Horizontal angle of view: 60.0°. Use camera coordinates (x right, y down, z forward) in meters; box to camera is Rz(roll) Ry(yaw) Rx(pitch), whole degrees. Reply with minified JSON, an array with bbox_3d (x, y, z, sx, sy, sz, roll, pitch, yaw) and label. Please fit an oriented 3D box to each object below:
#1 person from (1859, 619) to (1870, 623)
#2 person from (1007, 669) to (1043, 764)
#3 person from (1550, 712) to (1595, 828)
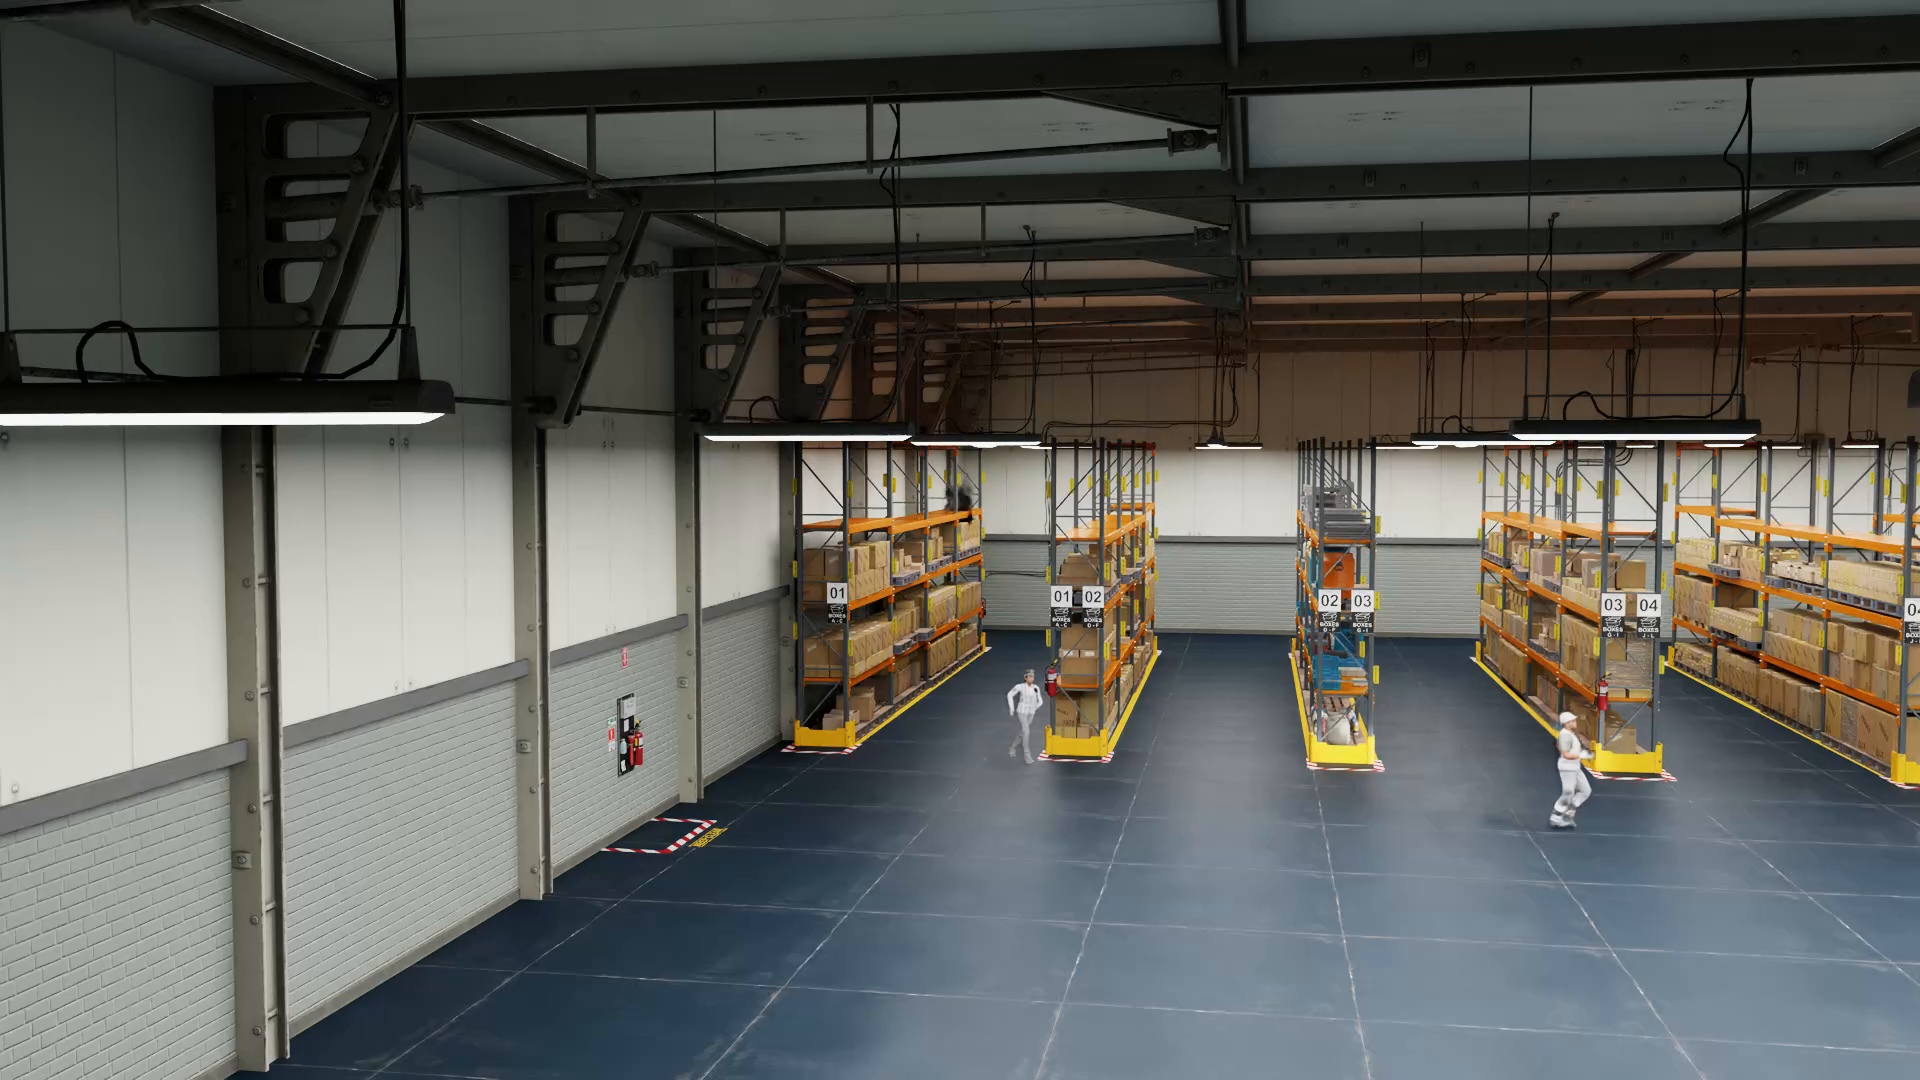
[{"bbox_3d":[24.560,2.453,45.134,0.941,1.722,0.704,3,4,42],"label":"person"},{"bbox_3d":[1.273,3.242,30.810,0.620,1.687,0.827,-2,3,-29],"label":"person"},{"bbox_3d":[9.299,3.499,25.206,0.645,1.786,0.634,2,4,31],"label":"person"}]
